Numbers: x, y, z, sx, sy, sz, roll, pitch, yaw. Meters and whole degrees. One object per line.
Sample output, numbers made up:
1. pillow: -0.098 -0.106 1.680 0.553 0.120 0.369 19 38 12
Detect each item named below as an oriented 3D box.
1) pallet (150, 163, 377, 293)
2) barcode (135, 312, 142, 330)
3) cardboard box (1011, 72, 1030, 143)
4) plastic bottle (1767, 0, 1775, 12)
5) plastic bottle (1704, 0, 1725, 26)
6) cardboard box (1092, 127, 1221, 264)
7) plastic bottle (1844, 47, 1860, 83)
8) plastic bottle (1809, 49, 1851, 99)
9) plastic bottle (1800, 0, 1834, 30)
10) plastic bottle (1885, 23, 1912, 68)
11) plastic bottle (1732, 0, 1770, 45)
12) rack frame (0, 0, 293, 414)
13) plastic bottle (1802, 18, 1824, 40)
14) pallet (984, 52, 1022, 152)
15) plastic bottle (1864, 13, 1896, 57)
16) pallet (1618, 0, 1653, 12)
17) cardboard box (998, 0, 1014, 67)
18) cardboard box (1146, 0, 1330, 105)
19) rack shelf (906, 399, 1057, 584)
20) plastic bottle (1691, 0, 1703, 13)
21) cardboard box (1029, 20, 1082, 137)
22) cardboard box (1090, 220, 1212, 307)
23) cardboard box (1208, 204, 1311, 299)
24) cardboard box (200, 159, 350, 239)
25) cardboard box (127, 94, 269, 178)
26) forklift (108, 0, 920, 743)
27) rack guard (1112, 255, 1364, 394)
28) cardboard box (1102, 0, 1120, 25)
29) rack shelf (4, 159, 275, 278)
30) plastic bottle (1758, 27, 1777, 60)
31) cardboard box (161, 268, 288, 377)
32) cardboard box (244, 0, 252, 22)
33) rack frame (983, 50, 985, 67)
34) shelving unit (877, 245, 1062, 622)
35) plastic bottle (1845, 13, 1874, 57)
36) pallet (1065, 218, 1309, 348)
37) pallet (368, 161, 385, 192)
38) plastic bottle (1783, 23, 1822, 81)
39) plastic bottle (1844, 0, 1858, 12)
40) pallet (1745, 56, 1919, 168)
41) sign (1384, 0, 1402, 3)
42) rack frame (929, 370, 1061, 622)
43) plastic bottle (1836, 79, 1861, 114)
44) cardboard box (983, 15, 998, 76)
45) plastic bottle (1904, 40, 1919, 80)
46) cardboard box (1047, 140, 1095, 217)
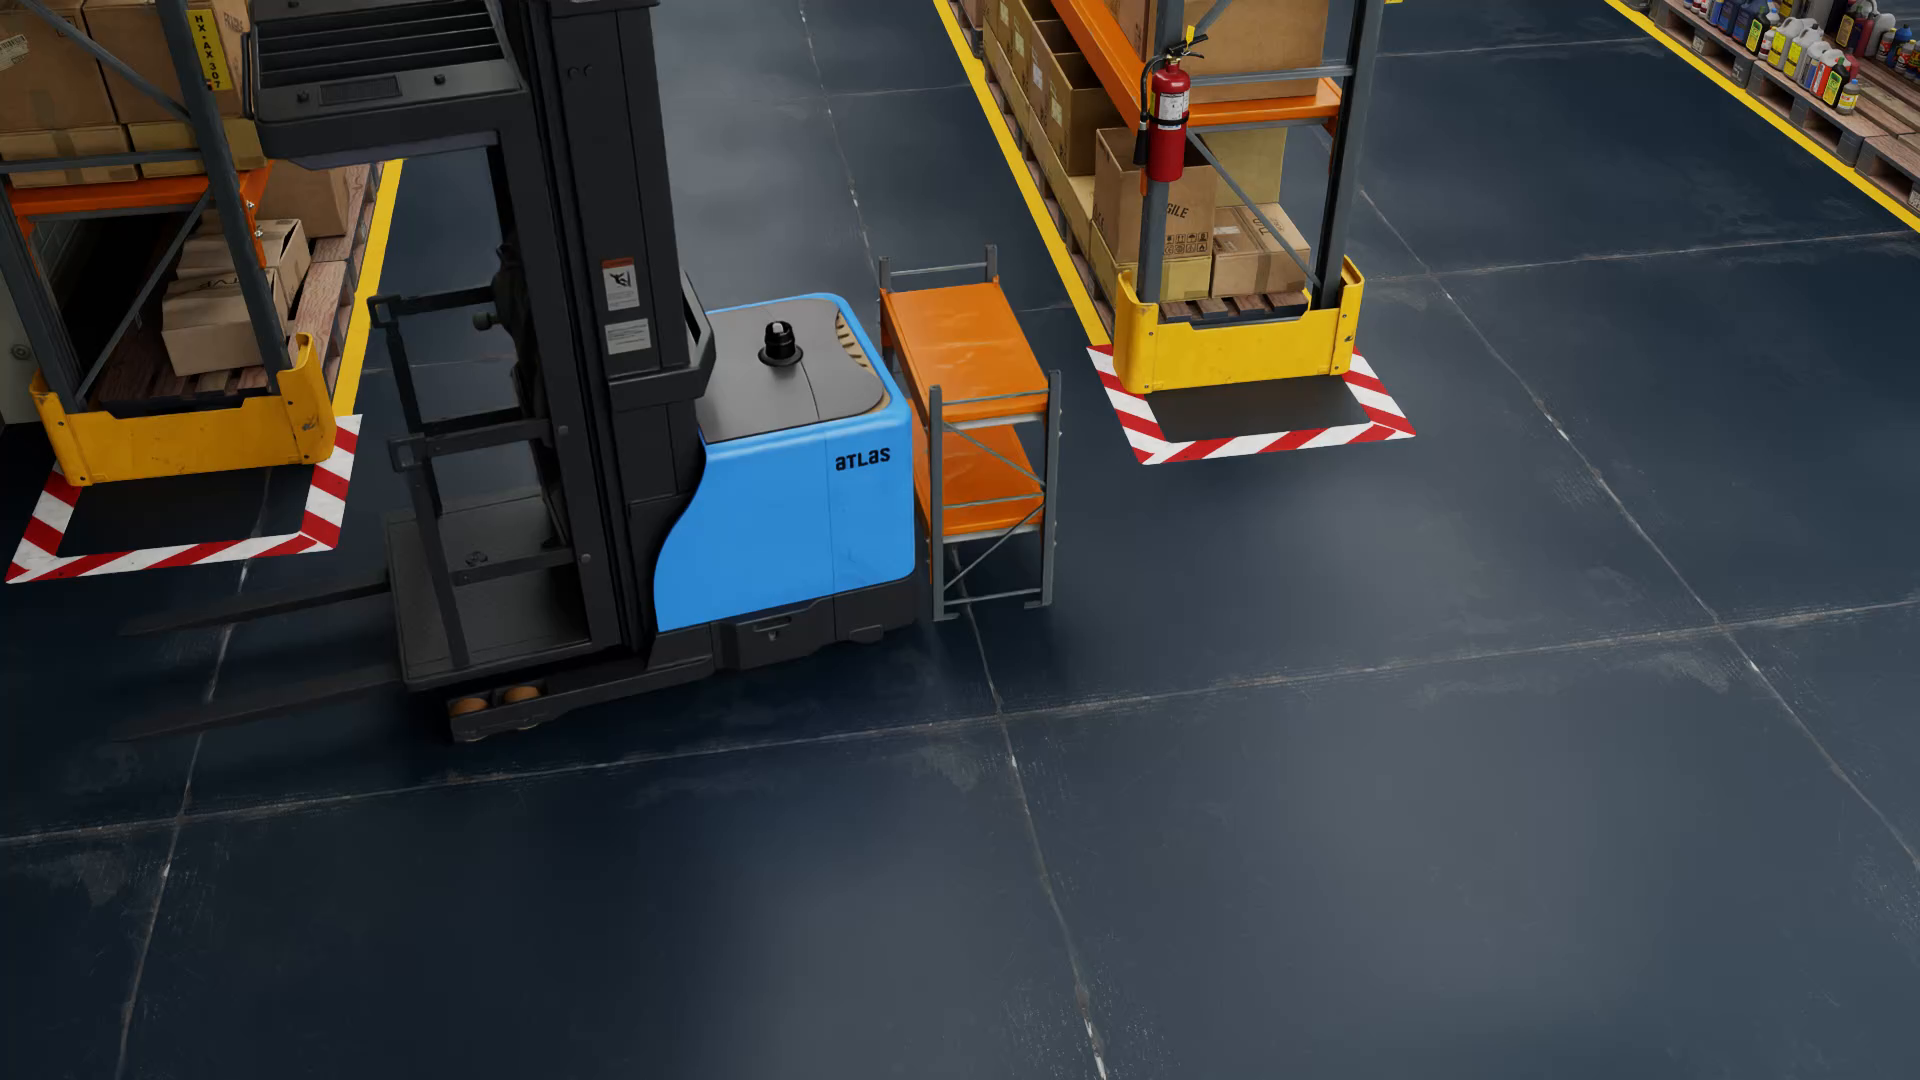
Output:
1. pallet: -3.847 -1.717 9.288 1.003 0.211 1.213 -6 38 -8
2. barcode: -3.945 -1.053 7.987 0.001 0.075 0.075 -6 38 -8
3. cardboard box: 0.608 -2.656 10.122 0.500 0.250 0.500 -6 38 -8
4. plastic bottle: 5.414 -3.513 11.193 0.097 0.271 0.097 0 38 0
5. plastic bottle: 5.245 -3.690 11.416 0.152 0.276 0.135 -5 38 -6
6. cardboard box: 0.974 -1.745 8.339 0.500 0.500 0.500 -6 38 -8
7. plastic bottle: 5.572 -2.938 10.442 0.061 0.283 0.133 -6 38 -8
8. plastic bottle: 5.467 -2.923 10.429 0.152 0.276 0.135 -6 38 -8
9. plastic bottle: 5.826 -3.617 11.322 0.152 0.276 0.135 -6 38 -8
10. plastic bottle: 6.114 -3.223 10.819 0.097 0.271 0.097 0 38 0
11. plastic bottle: 5.303 -3.505 11.118 0.144 0.351 0.185 -8 39 -10
12. rack frame: -3.516 -1.542 6.790 1.000 3.000 0.127 -6 38 -8
13. plastic bottle: 5.519 -3.250 10.850 0.152 0.276 0.135 -6 38 -8
14. pallet: 0.758 -2.907 10.820 1.003 0.211 1.213 -6 38 -8
15. plastic bottle: 6.048 -3.355 10.984 0.152 0.276 0.135 -6 38 -7
16. pallet: 5.361 -4.393 12.732 1.003 0.211 1.213 -6 38 -8
17. cardboard box: 0.528 -3.255 10.282 0.500 0.500 0.500 -6 38 -8
18. cardboard box: 1.292 -2.400 7.813 0.700 0.500 0.500 -6 38 -8
19. rack shelf: 0.021 -0.263 7.070 0.538 0.278 1.000 -8 39 -10
20. plastic bottle: 5.179 -3.792 11.608 0.097 0.201 0.097 0 38 0
21. cardboard box: 0.698 -2.650 9.504 0.500 0.500 0.500 -6 38 -8
22. cardboard box: 0.976 -1.450 8.570 0.500 0.250 0.500 -6 38 -8
23. cardboard box: 1.486 -1.505 8.642 0.500 0.250 0.500 -6 38 -8
24. cardboard box: -3.728 -1.949 8.993 0.700 0.500 0.500 -9 39 -11
25. cardboard box: -3.288 -1.820 7.254 0.500 0.250 0.500 -7 38 -9
26. forklift: -1.738 -0.764 5.845 3.031 2.935 1.130 -12 39 -15
27. rack guard: 1.365 -1.076 8.227 1.175 0.500 0.348 -6 38 -8
28. cardboard box: 1.113 -3.017 8.608 0.700 0.500 0.500 -6 38 -8
29. rack shelf: -3.866 -2.466 8.566 1.077 0.370 4.000 -6 38 -8
30. plastic bottle: 5.329 -3.273 10.940 0.097 0.201 0.097 0 38 0
31. cardboard box: -3.548 -1.082 8.031 0.500 0.311 0.500 -10 39 -13
32. cardboard box: -3.380 -2.407 7.399 0.500 0.500 0.500 -6 38 -8
33. rack frame: 0.660 -4.493 10.589 1.000 3.000 0.127 -6 38 -8
34. shelving unit: 0.021 -0.456 6.920 0.538 1.125 1.048 -8 39 -10
35. plastic bottle: 5.944 -3.346 10.967 0.061 0.283 0.133 -6 38 -8
36. pallet: 1.185 -1.434 8.923 1.003 0.211 1.213 -6 38 -8
37. pallet: -4.064 -2.455 10.238 1.003 0.211 1.213 -6 38 -8
38. plastic bottle: 5.410 -3.136 10.643 0.144 0.351 0.185 -5 38 -6
39. plastic bottle: 6.037 -3.557 11.239 0.061 0.283 0.133 -4 38 -5
40. pallet: 5.831 -2.774 10.649 1.003 0.211 1.213 -6 38 -8
41. sign: 1.908 -2.507 7.261 0.100 0.325 0.005 -6 38 -8
42. rack frame: 0.132 -0.152 6.528 0.500 1.125 0.032 -8 39 -10
43. plastic bottle: 5.485 -2.739 10.253 0.097 0.201 0.097 0 38 0
44. cardboard box: 0.442 -3.261 10.901 0.500 0.250 0.500 -6 38 -8
45. plastic bottle: 6.149 -3.100 10.661 0.097 0.271 0.097 0 38 0
46. cardboard box: 0.787 -2.052 9.345 0.500 0.250 0.500 -6 38 -8
